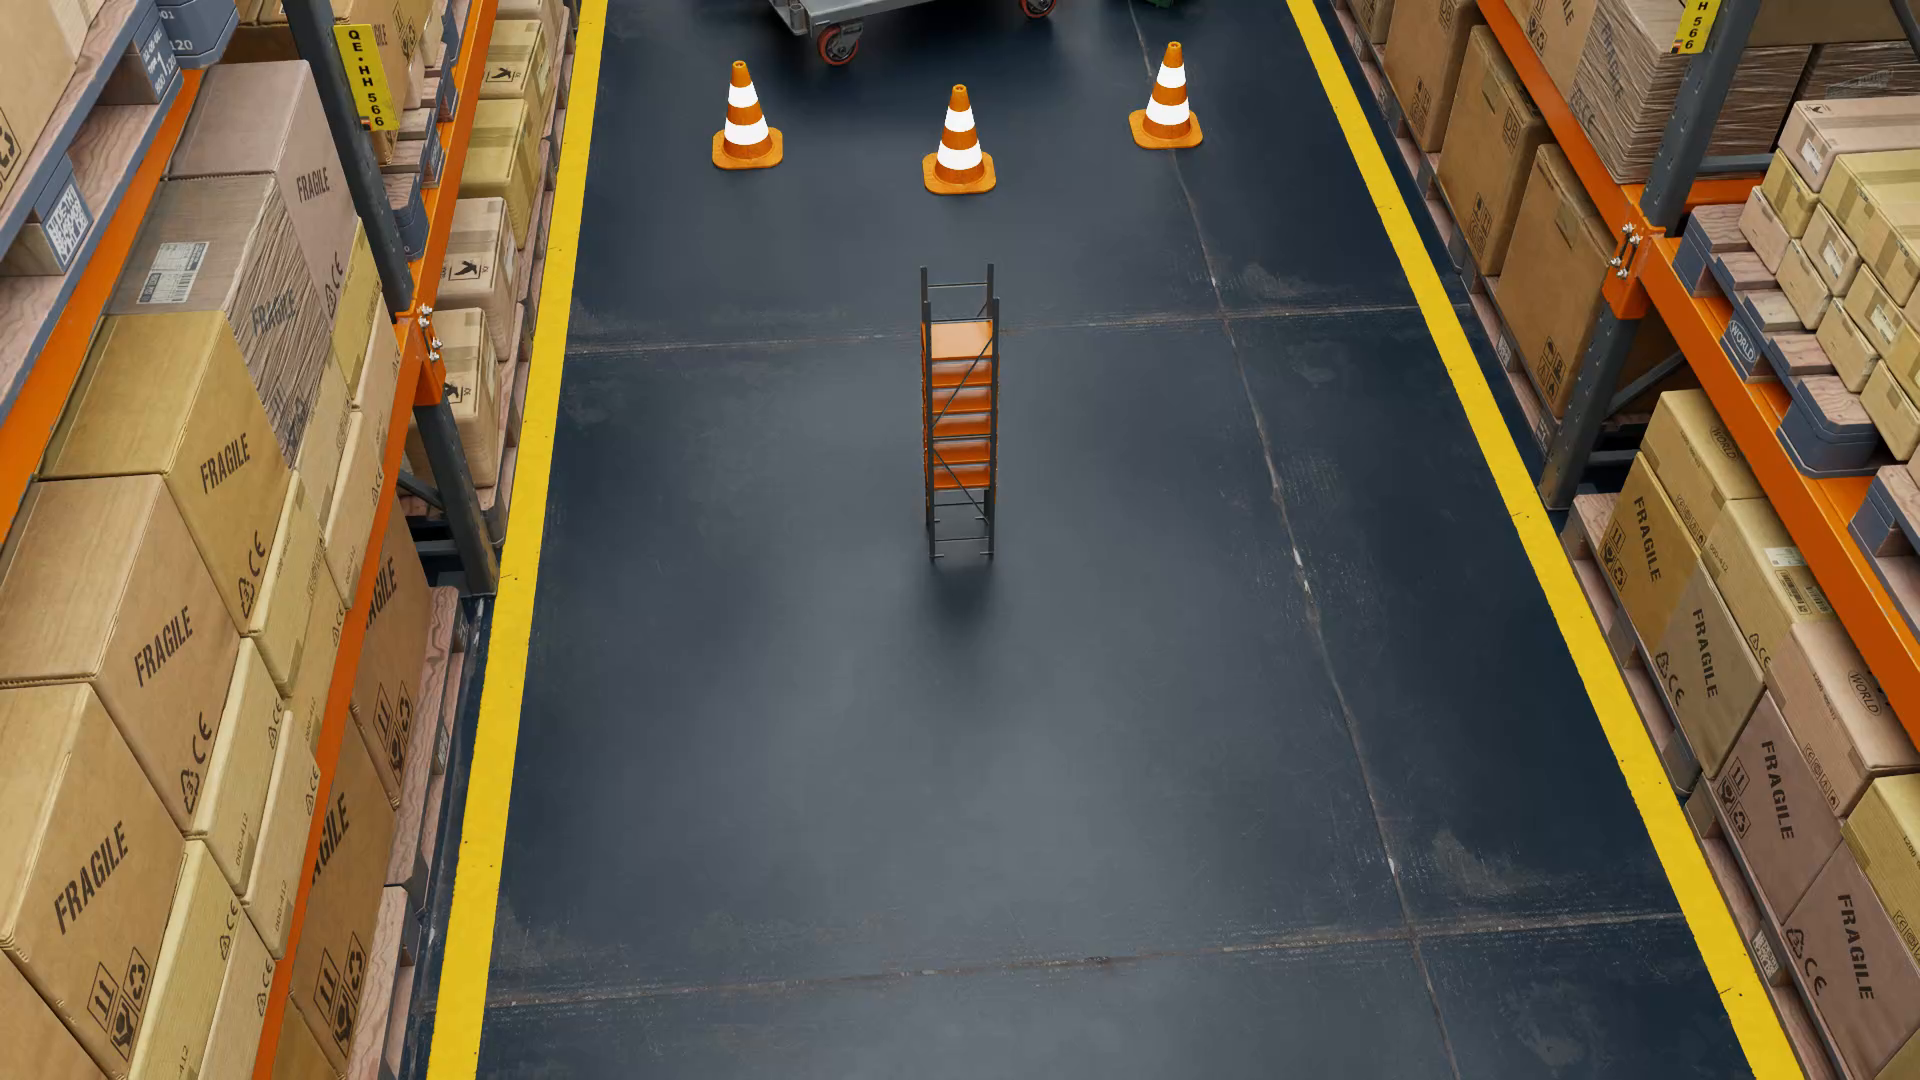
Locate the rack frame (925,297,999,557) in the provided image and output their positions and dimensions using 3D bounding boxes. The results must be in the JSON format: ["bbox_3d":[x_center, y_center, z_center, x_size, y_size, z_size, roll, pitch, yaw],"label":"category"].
[{"bbox_3d":[0.006,-0.357,5.762,0.240,1.200,0.006,-3,47,-3],"label":"rack frame"}]

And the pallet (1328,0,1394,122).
[{"bbox_3d":[2.539,-2.594,8.562,1.003,0.211,1.213,-3,47,-3],"label":"pallet"}]

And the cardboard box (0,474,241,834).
[{"bbox_3d":[-1.764,0.238,3.201,0.500,0.500,0.500,-4,47,-4],"label":"cardboard box"}]

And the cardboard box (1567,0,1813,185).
[{"bbox_3d":[2.429,-1.557,5.589,0.500,0.500,0.500,-3,47,-3],"label":"cardboard box"}]

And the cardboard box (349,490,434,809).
[{"bbox_3d":[-2.215,0.252,5.119,0.875,0.875,0.875,-4,47,-4],"label":"cardboard box"}]

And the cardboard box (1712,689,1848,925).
[{"bbox_3d":[2.633,0.764,4.893,0.500,0.500,0.500,-5,47,-4],"label":"cardboard box"}]

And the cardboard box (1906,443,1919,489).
[{"bbox_3d":[2.665,-0.158,4.217,0.380,0.149,0.250,-2,47,-2],"label":"cardboard box"}]

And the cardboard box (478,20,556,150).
[{"bbox_3d":[-2.415,-2.074,7.669,0.950,0.372,0.625,-1,47,-1],"label":"cardboard box"}]

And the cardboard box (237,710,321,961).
[{"bbox_3d":[-1.733,0.664,3.658,0.500,0.250,0.500,-4,47,-4],"label":"cardboard box"}]

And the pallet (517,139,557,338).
[{"bbox_3d":[-2.353,-1.326,7.360,1.003,0.211,1.213,-3,47,-3],"label":"pallet"}]

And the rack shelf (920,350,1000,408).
[{"bbox_3d":[-0.001,-0.558,5.682,0.258,0.103,0.180,-3,47,-3],"label":"rack shelf"}]

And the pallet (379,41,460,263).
[{"bbox_3d":[-2.356,-1.282,5.530,1.213,0.211,1.003,-3,47,-3],"label":"pallet"}]

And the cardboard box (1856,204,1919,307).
[{"bbox_3d":[2.621,-0.757,4.375,0.380,0.149,0.250,-4,47,-4],"label":"cardboard box"}]

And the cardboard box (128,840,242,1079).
[{"bbox_3d":[-1.698,0.857,3.131,0.500,0.250,0.500,-3,47,-3],"label":"cardboard box"}]

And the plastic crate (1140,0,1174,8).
[{"bbox_3d":[1.080,-3.206,9.117,0.450,0.188,0.662,25,51,9],"label":"plastic crate"}]

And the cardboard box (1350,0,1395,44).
[{"bbox_3d":[2.541,-3.034,8.318,1.050,0.750,0.750,-4,47,-3],"label":"cardboard box"}]

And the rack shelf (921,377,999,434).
[{"bbox_3d":[-0.001,-0.475,5.769,0.258,0.103,0.180,-3,47,-3],"label":"rack shelf"}]

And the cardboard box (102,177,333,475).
[{"bbox_3d":[-1.835,-0.488,3.889,0.500,0.500,0.500,-3,47,-3],"label":"cardboard box"}]

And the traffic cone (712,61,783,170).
[{"bbox_3d":[-1.026,-2.048,7.871,0.336,0.463,0.334,-3,47,-3],"label":"traffic cone"}]

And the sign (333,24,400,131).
[{"bbox_3d":[-1.637,-1.273,4.592,0.100,0.325,0.005,-3,47,-3],"label":"sign"}]

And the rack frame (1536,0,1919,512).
[{"bbox_3d":[2.734,-1.213,5.333,1.000,3.000,0.127,-3,47,-3],"label":"rack frame"}]

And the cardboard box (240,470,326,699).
[{"bbox_3d":[-1.786,0.116,3.833,0.500,0.250,0.500,-5,47,-4],"label":"cardboard box"}]

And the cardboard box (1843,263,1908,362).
[{"bbox_3d":[2.625,-0.622,4.452,0.380,0.149,0.250,-5,47,-5],"label":"cardboard box"}]

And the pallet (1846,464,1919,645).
[{"bbox_3d":[2.941,0.283,4.048,1.003,0.211,1.213,-3,47,-3],"label":"pallet"}]

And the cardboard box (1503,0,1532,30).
[{"bbox_3d":[2.347,-2.279,6.274,0.500,0.500,0.500,-4,47,-4],"label":"cardboard box"}]

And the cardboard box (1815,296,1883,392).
[{"bbox_3d":[2.616,-0.545,4.584,0.380,0.149,0.250,-1,47,-1],"label":"cardboard box"}]

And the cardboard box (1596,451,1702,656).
[{"bbox_3d":[2.540,0.030,5.588,0.500,0.500,0.500,-5,47,-5],"label":"cardboard box"}]

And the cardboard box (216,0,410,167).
[{"bbox_3d":[-1.997,-1.459,5.003,0.500,0.500,0.500,-5,47,-4],"label":"cardboard box"}]

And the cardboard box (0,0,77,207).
[{"bbox_3d":[-1.753,-0.791,2.510,0.500,0.500,0.500,-3,47,-3],"label":"cardboard box"}]

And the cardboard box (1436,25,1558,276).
[{"bbox_3d":[2.697,-1.662,7.018,1.050,0.750,0.750,-3,47,-3],"label":"cardboard box"}]

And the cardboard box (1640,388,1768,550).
[{"bbox_3d":[2.551,-0.242,5.329,0.500,0.250,0.500,-5,47,-5],"label":"cardboard box"}]

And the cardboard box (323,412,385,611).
[{"bbox_3d":[-1.830,-0.068,4.352,0.500,0.250,0.500,-3,47,-3],"label":"cardboard box"}]

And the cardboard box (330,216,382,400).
[{"bbox_3d":[-1.896,-0.624,4.534,0.500,0.250,0.500,-4,47,-3],"label":"cardboard box"}]

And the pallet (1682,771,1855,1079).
[{"bbox_3d":[2.897,1.192,4.975,1.003,0.211,1.213,-3,47,-3],"label":"pallet"}]

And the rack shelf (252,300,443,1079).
[{"bbox_3d":[-2.022,0.856,3.869,1.077,0.370,4.000,-3,47,-3],"label":"rack shelf"}]

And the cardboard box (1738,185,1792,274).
[{"bbox_3d":[2.571,-0.935,4.953,0.380,0.149,0.250,-4,47,-4],"label":"cardboard box"}]

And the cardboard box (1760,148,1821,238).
[{"bbox_3d":[2.575,-1.011,4.821,0.380,0.149,0.250,-2,47,-2],"label":"cardboard box"}]

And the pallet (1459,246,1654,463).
[{"bbox_3d":[2.744,-0.829,6.890,1.003,0.211,1.213,-3,47,-3],"label":"pallet"}]

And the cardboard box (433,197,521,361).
[{"bbox_3d":[-2.297,-1.022,6.673,0.950,0.372,0.625,-4,47,-4],"label":"cardboard box"}]

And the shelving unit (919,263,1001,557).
[{"bbox_3d":[-0.001,-0.423,5.824,0.258,1.200,0.189,-3,47,-3],"label":"shelving unit"}]

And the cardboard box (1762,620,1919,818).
[{"bbox_3d":[2.622,0.484,4.642,0.500,0.250,0.500,-3,47,-3],"label":"cardboard box"}]

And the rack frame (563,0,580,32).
[{"bbox_3d":[-2.525,-3.733,7.719,1.000,3.000,0.127,-3,47,-3],"label":"rack frame"}]

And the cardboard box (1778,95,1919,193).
[{"bbox_3d":[2.580,-1.126,4.724,0.380,0.149,0.250,-3,47,-3],"label":"cardboard box"}]

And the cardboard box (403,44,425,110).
[{"bbox_3d":[-1.999,-1.551,5.536,0.380,0.149,0.250,-6,47,-6],"label":"cardboard box"}]

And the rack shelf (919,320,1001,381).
[{"bbox_3d":[-0.001,-0.640,5.595,0.258,0.103,0.180,-3,47,-3],"label":"rack shelf"}]

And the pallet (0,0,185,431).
[{"bbox_3d":[-1.986,-0.534,2.754,1.003,0.211,1.213,-2,47,-1],"label":"pallet"}]

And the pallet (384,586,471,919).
[{"bbox_3d":[-2.199,0.695,5.446,1.003,0.211,1.213,-3,47,-3],"label":"pallet"}]

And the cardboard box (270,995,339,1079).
[{"bbox_3d":[-2.070,1.545,3.895,0.875,0.875,0.875,-2,47,-2],"label":"cardboard box"}]

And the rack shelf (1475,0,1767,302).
[{"bbox_3d":[2.567,-2.412,6.964,1.077,0.370,4.000,-3,47,-3],"label":"rack shelf"}]
